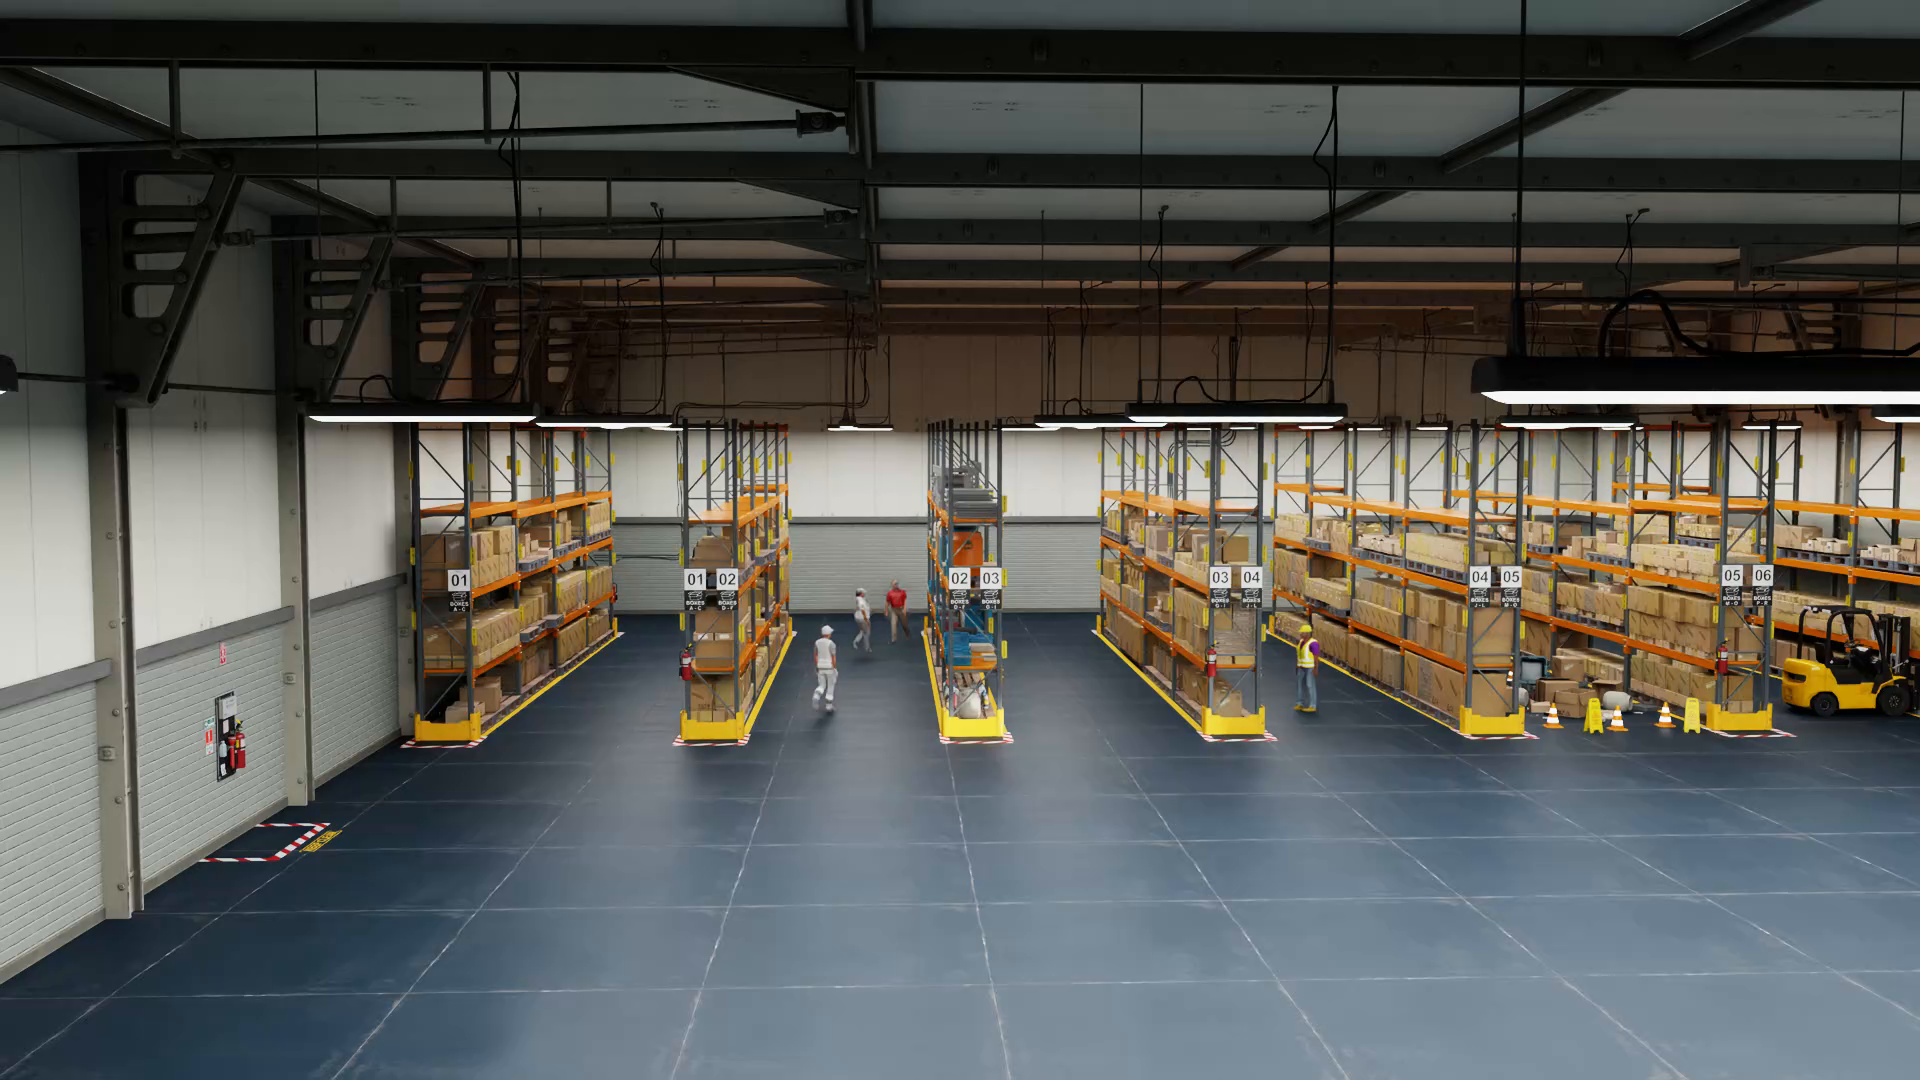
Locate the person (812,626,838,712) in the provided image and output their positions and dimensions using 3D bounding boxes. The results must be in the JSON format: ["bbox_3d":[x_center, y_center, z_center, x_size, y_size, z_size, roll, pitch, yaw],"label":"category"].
[{"bbox_3d":[-2.767,2.641,34.056,0.554,1.781,0.669,2,4,29],"label":"person"}]

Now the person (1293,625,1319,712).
[{"bbox_3d":[7.104,2.635,34.272,0.431,1.770,0.616,-2,4,-33],"label":"person"}]

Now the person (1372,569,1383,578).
[{"bbox_3d":[12.911,1.673,51.440,0.460,1.485,0.434,-2,4,-32],"label":"person"}]

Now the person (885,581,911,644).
[{"bbox_3d":[-1.669,1.925,44.357,0.598,1.684,1.021,1,4,22],"label":"person"}]

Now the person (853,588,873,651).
[{"bbox_3d":[-2.470,2.049,42.699,0.570,1.657,0.491,-2,4,-27],"label":"person"}]
